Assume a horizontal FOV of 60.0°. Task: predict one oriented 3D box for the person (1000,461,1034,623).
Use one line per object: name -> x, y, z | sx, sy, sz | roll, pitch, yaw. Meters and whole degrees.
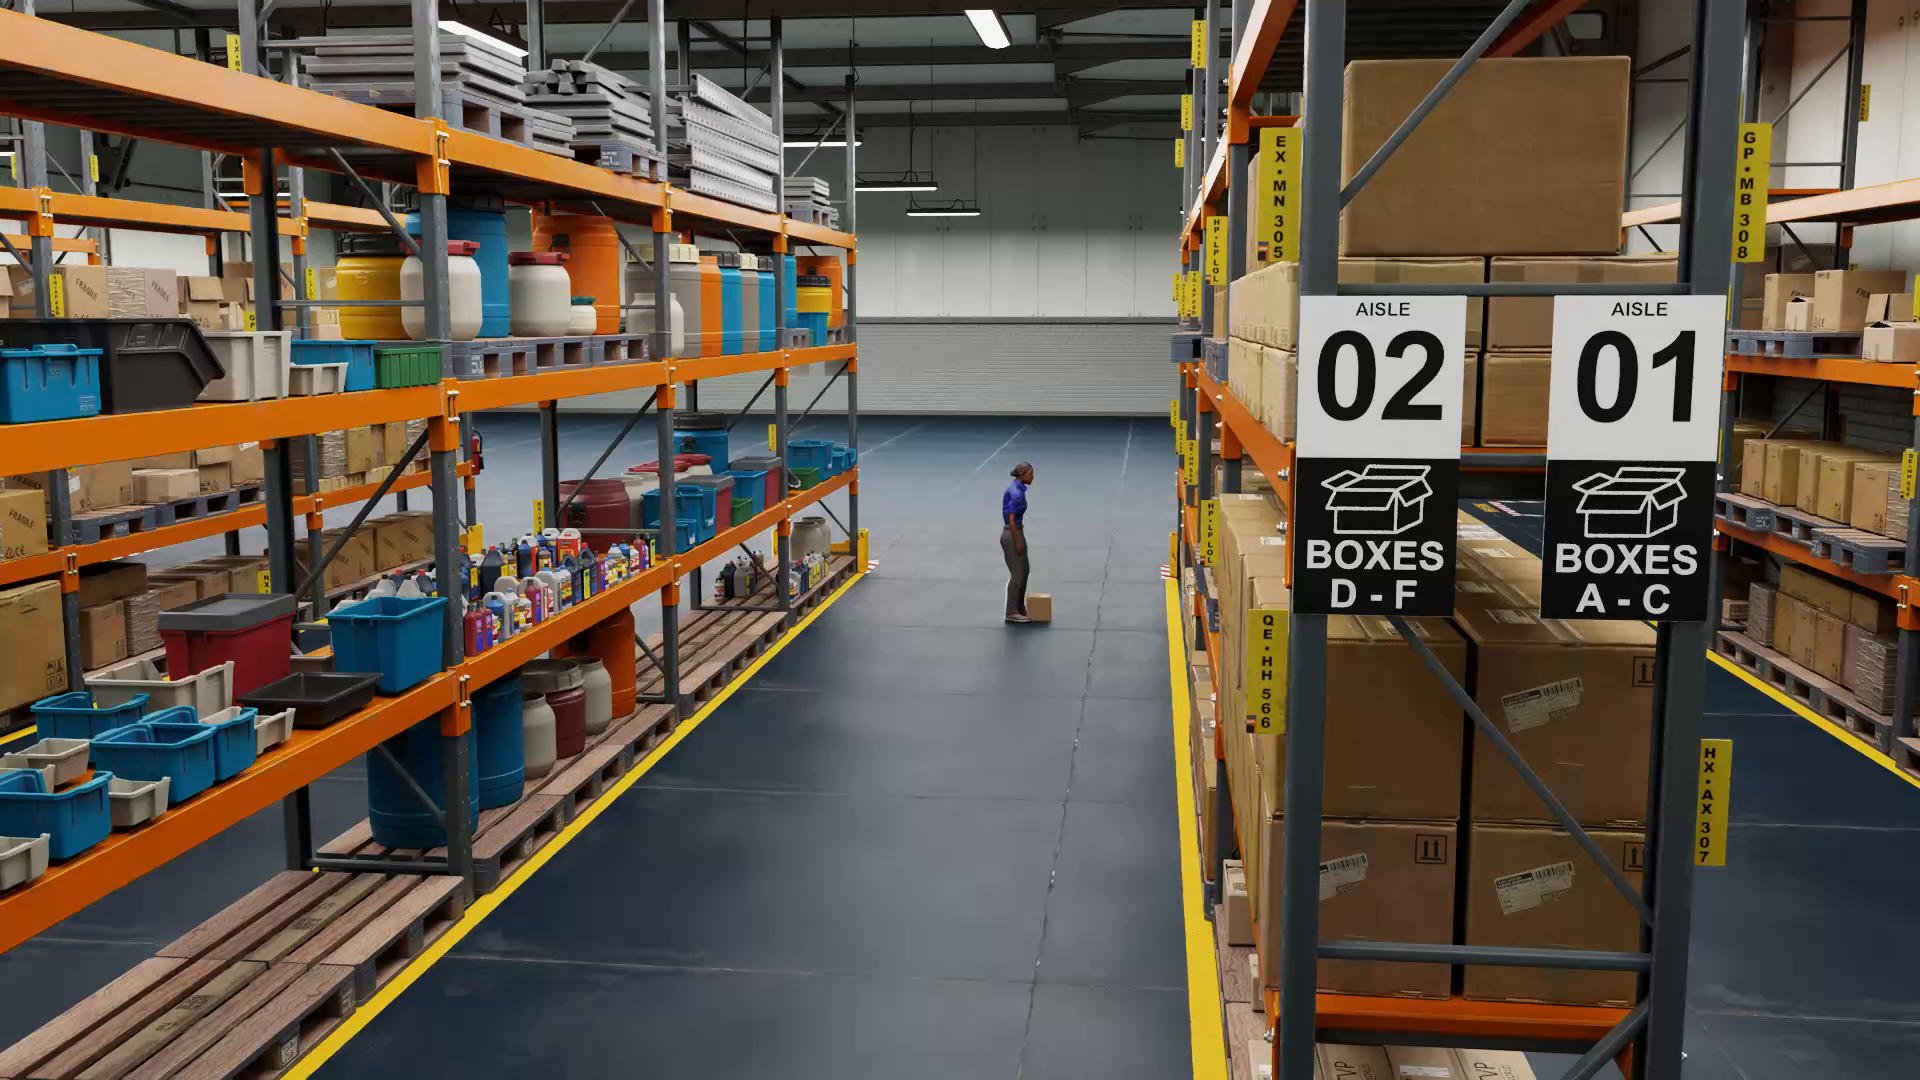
person -> 0.615, 0.003, 17.292 | 0.391, 1.655, 0.507 | 1, 8, 6
